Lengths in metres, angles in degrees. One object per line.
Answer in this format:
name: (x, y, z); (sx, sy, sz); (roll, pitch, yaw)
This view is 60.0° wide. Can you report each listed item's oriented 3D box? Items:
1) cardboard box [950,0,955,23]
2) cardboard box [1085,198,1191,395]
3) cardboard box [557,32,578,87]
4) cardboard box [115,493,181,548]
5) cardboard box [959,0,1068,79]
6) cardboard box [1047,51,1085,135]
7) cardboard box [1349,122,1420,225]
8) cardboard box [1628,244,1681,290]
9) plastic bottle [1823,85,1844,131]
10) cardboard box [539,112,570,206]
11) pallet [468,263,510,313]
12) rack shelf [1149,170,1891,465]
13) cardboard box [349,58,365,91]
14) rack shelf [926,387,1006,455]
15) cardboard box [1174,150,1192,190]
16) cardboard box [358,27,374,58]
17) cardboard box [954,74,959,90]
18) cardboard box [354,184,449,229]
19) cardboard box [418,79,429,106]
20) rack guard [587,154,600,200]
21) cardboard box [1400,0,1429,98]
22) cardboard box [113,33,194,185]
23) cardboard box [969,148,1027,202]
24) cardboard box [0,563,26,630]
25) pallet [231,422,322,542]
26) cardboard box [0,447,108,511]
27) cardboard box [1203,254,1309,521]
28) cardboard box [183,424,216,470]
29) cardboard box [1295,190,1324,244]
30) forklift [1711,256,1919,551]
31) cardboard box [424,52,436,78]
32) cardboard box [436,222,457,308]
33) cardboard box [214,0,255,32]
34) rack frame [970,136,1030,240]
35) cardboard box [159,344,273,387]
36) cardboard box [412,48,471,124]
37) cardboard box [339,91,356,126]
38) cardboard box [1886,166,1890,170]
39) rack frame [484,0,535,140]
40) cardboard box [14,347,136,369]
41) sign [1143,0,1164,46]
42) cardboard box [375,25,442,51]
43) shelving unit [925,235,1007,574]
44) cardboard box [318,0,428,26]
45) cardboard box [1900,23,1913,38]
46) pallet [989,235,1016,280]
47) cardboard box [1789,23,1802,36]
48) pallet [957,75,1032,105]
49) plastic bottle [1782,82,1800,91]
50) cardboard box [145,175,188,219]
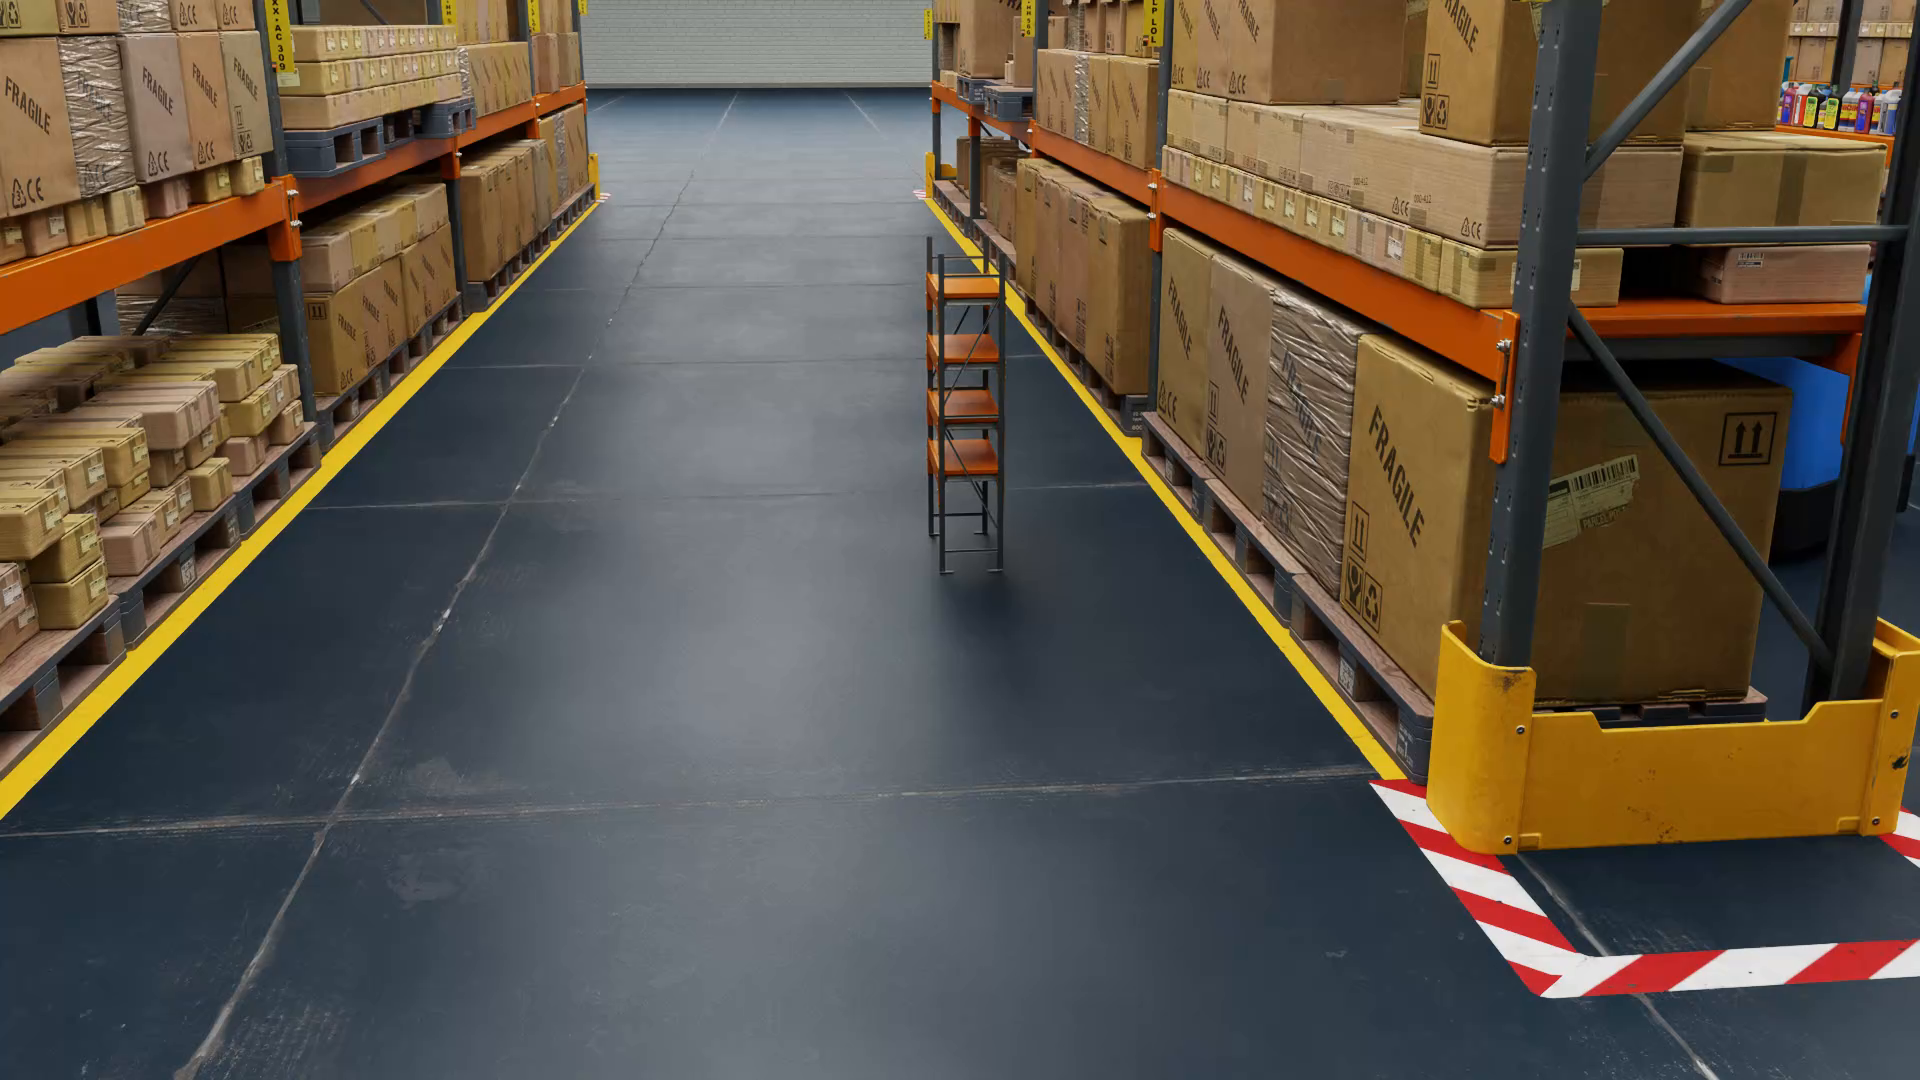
cardboard box: (0.171, -5.382, 16.479); (0.500, 0.500, 0.500); (-2, 18, -6)
cardboard box: (1.334, -1.285, 8.608); (1.225, 0.875, 0.875); (-2, 18, -5)
cardboard box: (-4.600, -5.159, 17.853); (0.875, 0.550, 0.550); (-2, 18, -6)
cardboard box: (-3.020, -0.060, 5.918); (0.380, 0.149, 0.250); (-2, 18, -6)
cardboard box: (0.538, -4.537, 14.418); (1.000, 1.000, 1.000); (-2, 18, -5)
cardboard box: (0.843, -2.841, 10.551); (0.500, 0.500, 0.500); (-2, 18, -7)
cardboard box: (1.467, -1.074, 4.844); (0.500, 0.250, 0.500); (-2, 18, -7)
cardboard box: (2.096, -0.789, 4.601); (0.380, 0.149, 0.250); (-2, 18, -6)
plastic bottle: (5.697, -2.810, 10.816); (0.061, 0.283, 0.133); (-2, 18, -6)
cardboard box: (-4.441, -3.813, 16.661); (0.875, 0.875, 0.875); (-2, 18, -5)
pallet: (-3.943, -1.883, 12.324); (1.003, 0.211, 1.213); (-2, 18, -6)
rack shelf: (1.626, -0.969, 5.957); (1.077, 0.370, 4.000); (-2, 18, -6)
cardboard box: (-3.163, -2.293, 8.195); (0.380, 0.149, 0.250); (-1, 17, -4)
rack shelf: (0.017, -0.459, 6.360); (0.258, 0.148, 0.480); (-2, 18, -6)
cardboard box: (1.147, -1.612, 7.222); (0.380, 0.149, 0.250); (-2, 18, -7)
cardboard box: (-3.189, -2.515, 8.404); (0.380, 0.149, 0.250); (-2, 18, -6)
cardboard box: (0.140, -4.674, 16.977); (0.380, 0.149, 0.250); (-2, 18, -6)
cardboard box: (-3.605, -2.147, 10.727); (0.500, 0.250, 0.500); (-2, 18, -7)
cardboard box: (-3.326, -2.619, 9.731); (0.380, 0.149, 0.250); (-3, 18, -8)
rack guard: (-4.764, -4.175, 19.140); (1.175, 0.500, 0.348); (-2, 18, -6)
cardboard box: (1.781, -2.058, 6.727); (0.500, 0.500, 0.500); (-2, 18, -5)
cardboard box: (-3.090, -1.536, 5.899); (0.500, 0.500, 0.500); (-2, 18, -6)
cardboard box: (0.385, -3.773, 17.158); (0.500, 0.500, 0.500); (-3, 18, -11)
cardboard box: (-2.882, 0.177, 4.666); (0.380, 0.149, 0.250); (-2, 18, -6)
pallet: (-3.419, -0.256, 7.139); (1.003, 0.211, 1.213); (-2, 18, -6)
cardboard box: (-3.001, -0.196, 5.357); (0.380, 0.149, 0.250); (-1, 17, -3)
cardboard box: (1.501, -0.627, 6.514); (0.875, 0.875, 0.875); (-2, 18, -6)
cardboard box: (-3.116, -0.370, 6.411); (0.380, 0.149, 0.250); (-1, 17, -4)
cardboard box: (1.334, -1.074, 5.509); (0.380, 0.149, 0.250); (-2, 18, -5)
forklift: (2.609, -1.729, 7.290); (1.130, 2.935, 3.031); (-13, 22, -36)
cardboard box: (-3.348, -2.834, 9.917); (0.380, 0.149, 0.250); (-2, 18, -6)
cardboard box: (-3.608, -1.796, 10.863); (0.500, 0.500, 0.500); (-2, 18, -6)
cardboard box: (-3.206, -2.320, 6.726); (0.500, 0.500, 0.500); (-2, 18, -8)
rack frame: (0.595, -4.292, 15.339); (1.000, 3.000, 0.127); (-2, 18, -6)
cardboard box: (-3.162, -0.736, 7.079); (0.380, 0.149, 0.250); (-2, 17, -5)
cardboard box: (-3.714, -3.166, 11.588); (0.500, 0.500, 0.500); (-2, 17, -5)
cardboard box: (-3.141, -2.079, 8.011); (0.380, 0.149, 0.250); (-2, 17, -5)
cardboard box: (10.144, -4.123, 17.441); (0.500, 0.500, 0.500); (-2, 18, -6)
rack frame: (-4.349, -4.168, 14.947); (1.000, 3.000, 0.127); (-2, 18, -6)
cardboard box: (-3.725, -0.716, 7.015); (0.380, 0.149, 0.250); (-1, 17, -3)
sign: (0.881, -2.403, 7.523); (0.100, 0.325, 0.005); (-2, 18, -6)
cardboard box: (-3.379, -3.056, 10.129); (0.380, 0.149, 0.250); (-1, 17, -4)
shelving unit: (0.017, -0.523, 6.340); (0.258, 1.200, 0.503); (-2, 18, -6)
cardboard box: (-3.973, -3.635, 11.413); (0.700, 0.500, 0.500); (-2, 18, -6)
cardboard box: (10.105, -5.331, 17.401); (0.380, 0.149, 0.250); (-2, 18, -6)
pallet: (0.806, -2.365, 13.857); (1.003, 0.211, 1.213); (-2, 18, -6)
cardboard box: (9.893, -5.943, 19.350); (0.380, 0.149, 0.250); (-2, 18, -7)
pallet: (0.529, -3.968, 14.628); (1.003, 0.211, 1.213); (-2, 18, -6)
plastic bottle: (5.809, -3.059, 11.621); (0.152, 0.276, 0.135); (-2, 18, -6)
cardboard box: (-3.099, -1.275, 6.149); (0.380, 0.149, 0.250); (-3, 18, -8)
